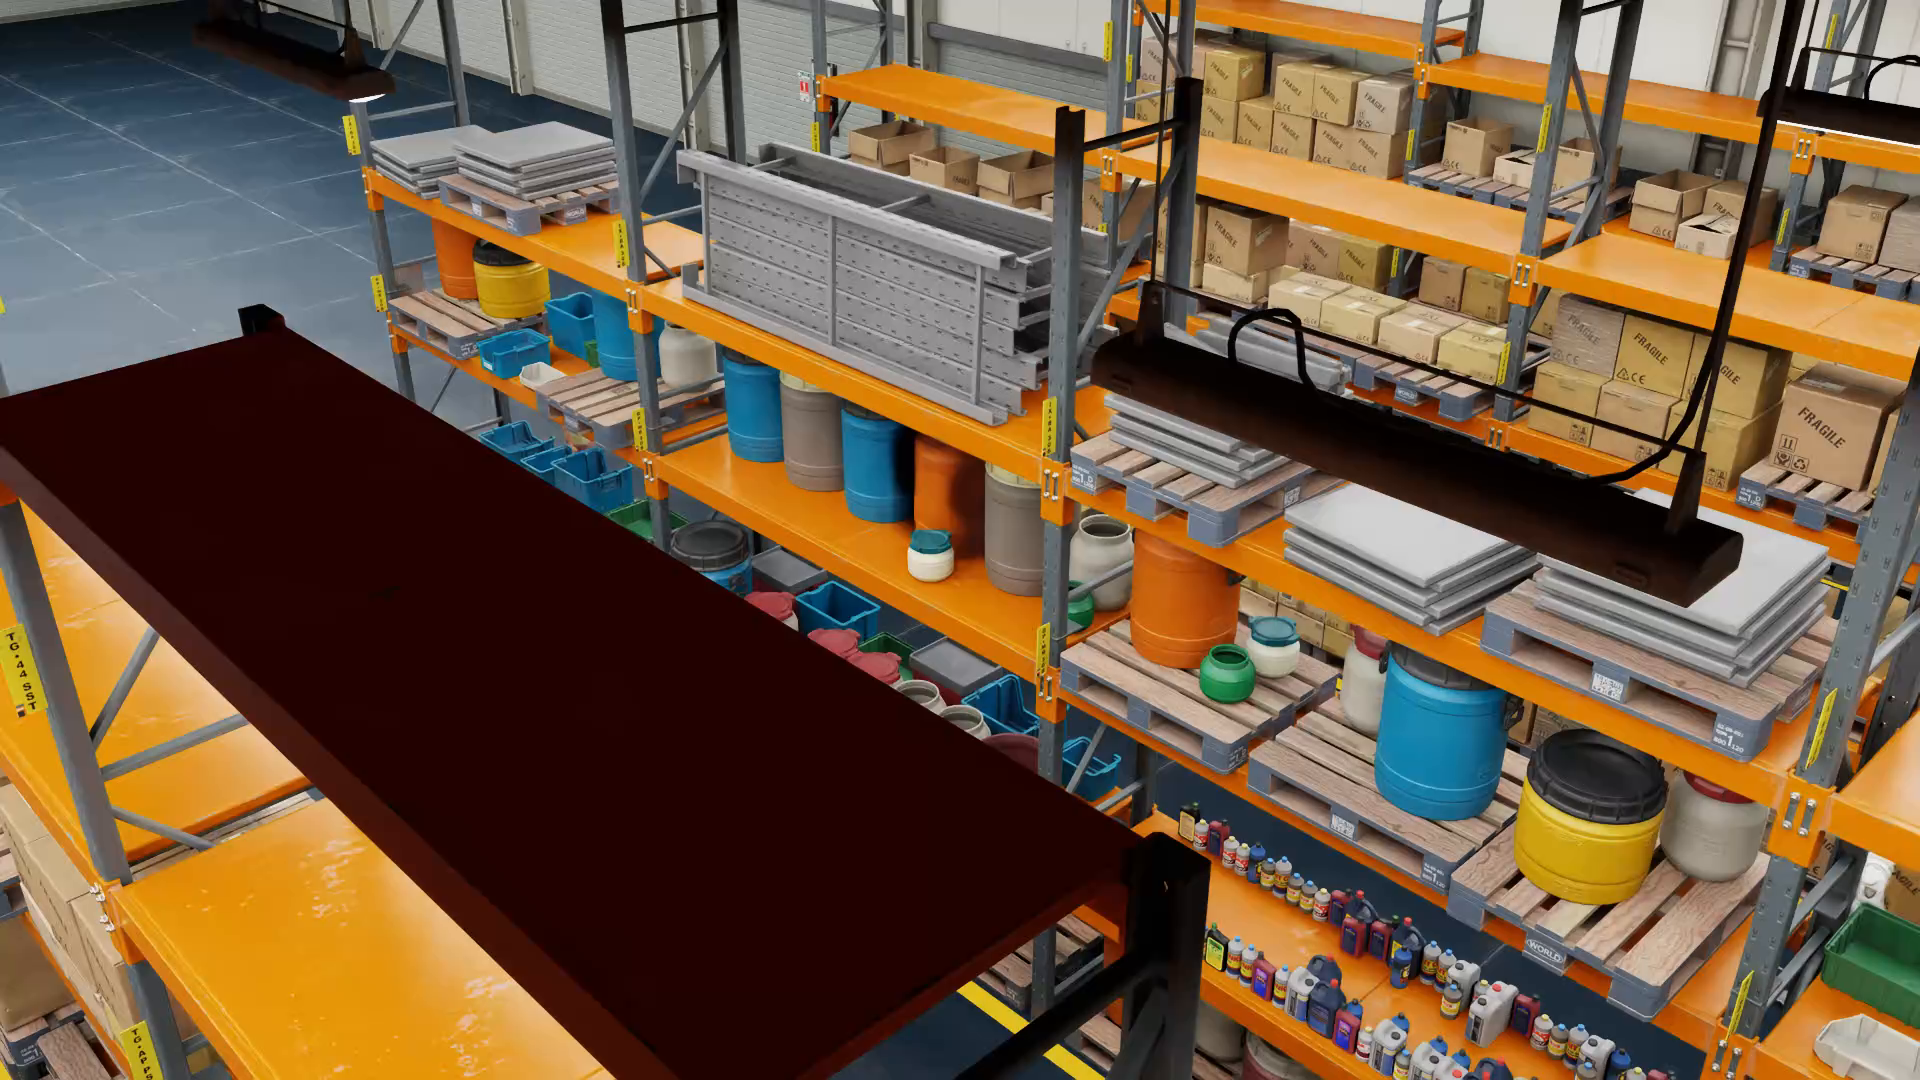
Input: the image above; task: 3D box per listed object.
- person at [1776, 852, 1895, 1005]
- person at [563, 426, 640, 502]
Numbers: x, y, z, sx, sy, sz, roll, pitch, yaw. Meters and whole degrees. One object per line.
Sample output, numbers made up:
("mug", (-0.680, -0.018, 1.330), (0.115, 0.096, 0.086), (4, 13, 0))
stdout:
("person", (5.747, 2.405, 10.596), (0.707, 1.656, 0.478), (25, 37, 38))
("person", (-3.842, -1.059, 17.079), (0.920, 1.615, 0.482), (-11, 30, -20))
